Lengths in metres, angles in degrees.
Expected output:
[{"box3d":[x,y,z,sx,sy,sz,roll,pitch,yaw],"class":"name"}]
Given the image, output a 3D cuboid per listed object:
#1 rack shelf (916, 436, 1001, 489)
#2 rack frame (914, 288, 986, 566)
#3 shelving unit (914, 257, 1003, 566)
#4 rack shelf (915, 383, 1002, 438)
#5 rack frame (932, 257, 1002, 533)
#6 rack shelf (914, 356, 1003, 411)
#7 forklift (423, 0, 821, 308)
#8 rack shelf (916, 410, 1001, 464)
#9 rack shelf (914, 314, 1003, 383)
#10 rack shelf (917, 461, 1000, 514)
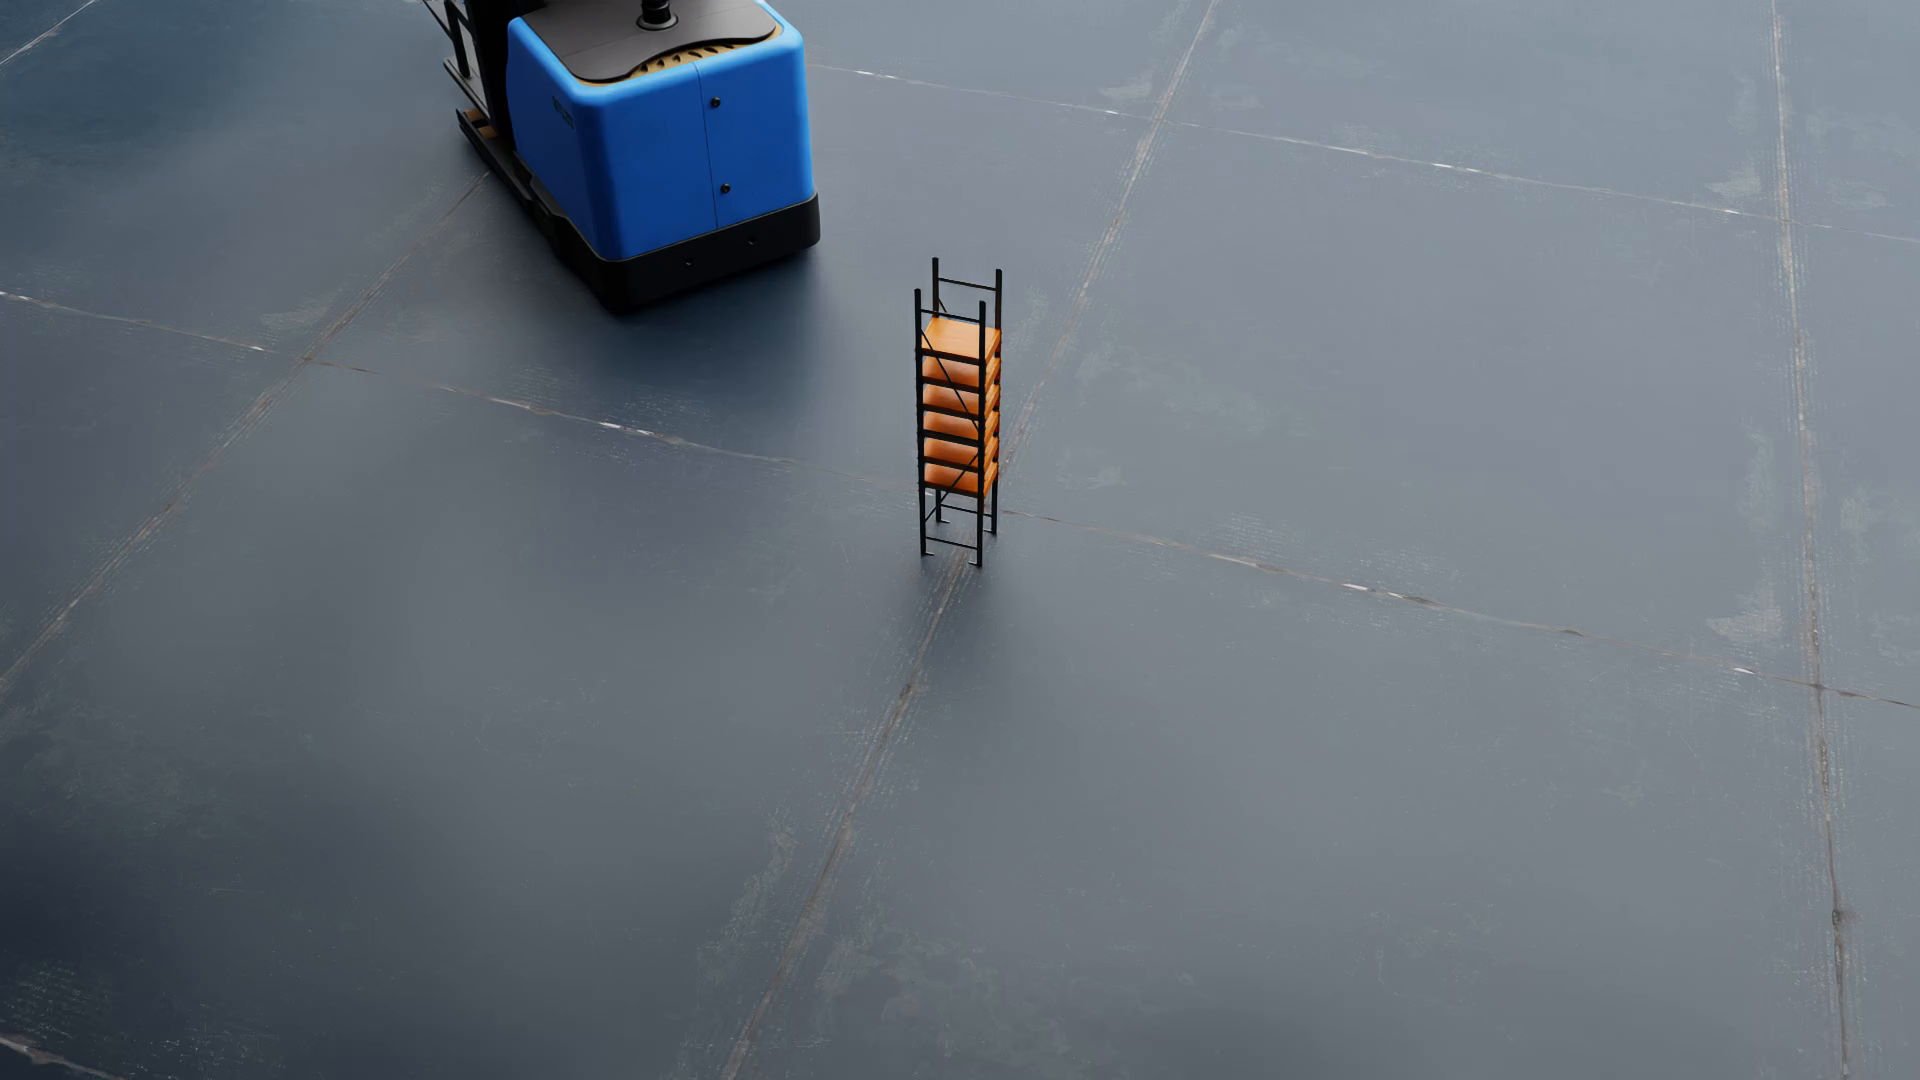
[{"box3d":[-0.004,-0.302,5.936,0.258,0.103,0.180,13,46,13],"class":"rack shelf"},{"box3d":[-0.032,-0.358,5.758,0.240,1.200,0.006,13,46,13],"class":"rack frame"},{"box3d":[-0.004,-0.419,5.820,0.258,1.200,0.189,13,46,13],"class":"shelving unit"},{"box3d":[-0.004,-0.473,5.768,0.258,0.103,0.180,13,46,13],"class":"rack shelf"},{"box3d":[0.023,-0.480,5.883,0.240,1.200,0.006,13,46,13],"class":"rack frame"},{"box3d":[-0.004,-0.559,5.684,0.258,0.103,0.180,13,46,13],"class":"rack shelf"},{"box3d":[-1.830,-3.063,7.285,1.130,2.935,3.031,-23,49,-22],"class":"forklift"},{"box3d":[-0.004,-0.387,5.852,0.258,0.103,0.180,13,46,13],"class":"rack shelf"},{"box3d":[-0.004,-0.645,5.600,0.258,0.103,0.180,13,46,13],"class":"rack shelf"},{"box3d":[-0.004,-0.216,6.019,0.258,0.103,0.180,13,46,13],"class":"rack shelf"}]
